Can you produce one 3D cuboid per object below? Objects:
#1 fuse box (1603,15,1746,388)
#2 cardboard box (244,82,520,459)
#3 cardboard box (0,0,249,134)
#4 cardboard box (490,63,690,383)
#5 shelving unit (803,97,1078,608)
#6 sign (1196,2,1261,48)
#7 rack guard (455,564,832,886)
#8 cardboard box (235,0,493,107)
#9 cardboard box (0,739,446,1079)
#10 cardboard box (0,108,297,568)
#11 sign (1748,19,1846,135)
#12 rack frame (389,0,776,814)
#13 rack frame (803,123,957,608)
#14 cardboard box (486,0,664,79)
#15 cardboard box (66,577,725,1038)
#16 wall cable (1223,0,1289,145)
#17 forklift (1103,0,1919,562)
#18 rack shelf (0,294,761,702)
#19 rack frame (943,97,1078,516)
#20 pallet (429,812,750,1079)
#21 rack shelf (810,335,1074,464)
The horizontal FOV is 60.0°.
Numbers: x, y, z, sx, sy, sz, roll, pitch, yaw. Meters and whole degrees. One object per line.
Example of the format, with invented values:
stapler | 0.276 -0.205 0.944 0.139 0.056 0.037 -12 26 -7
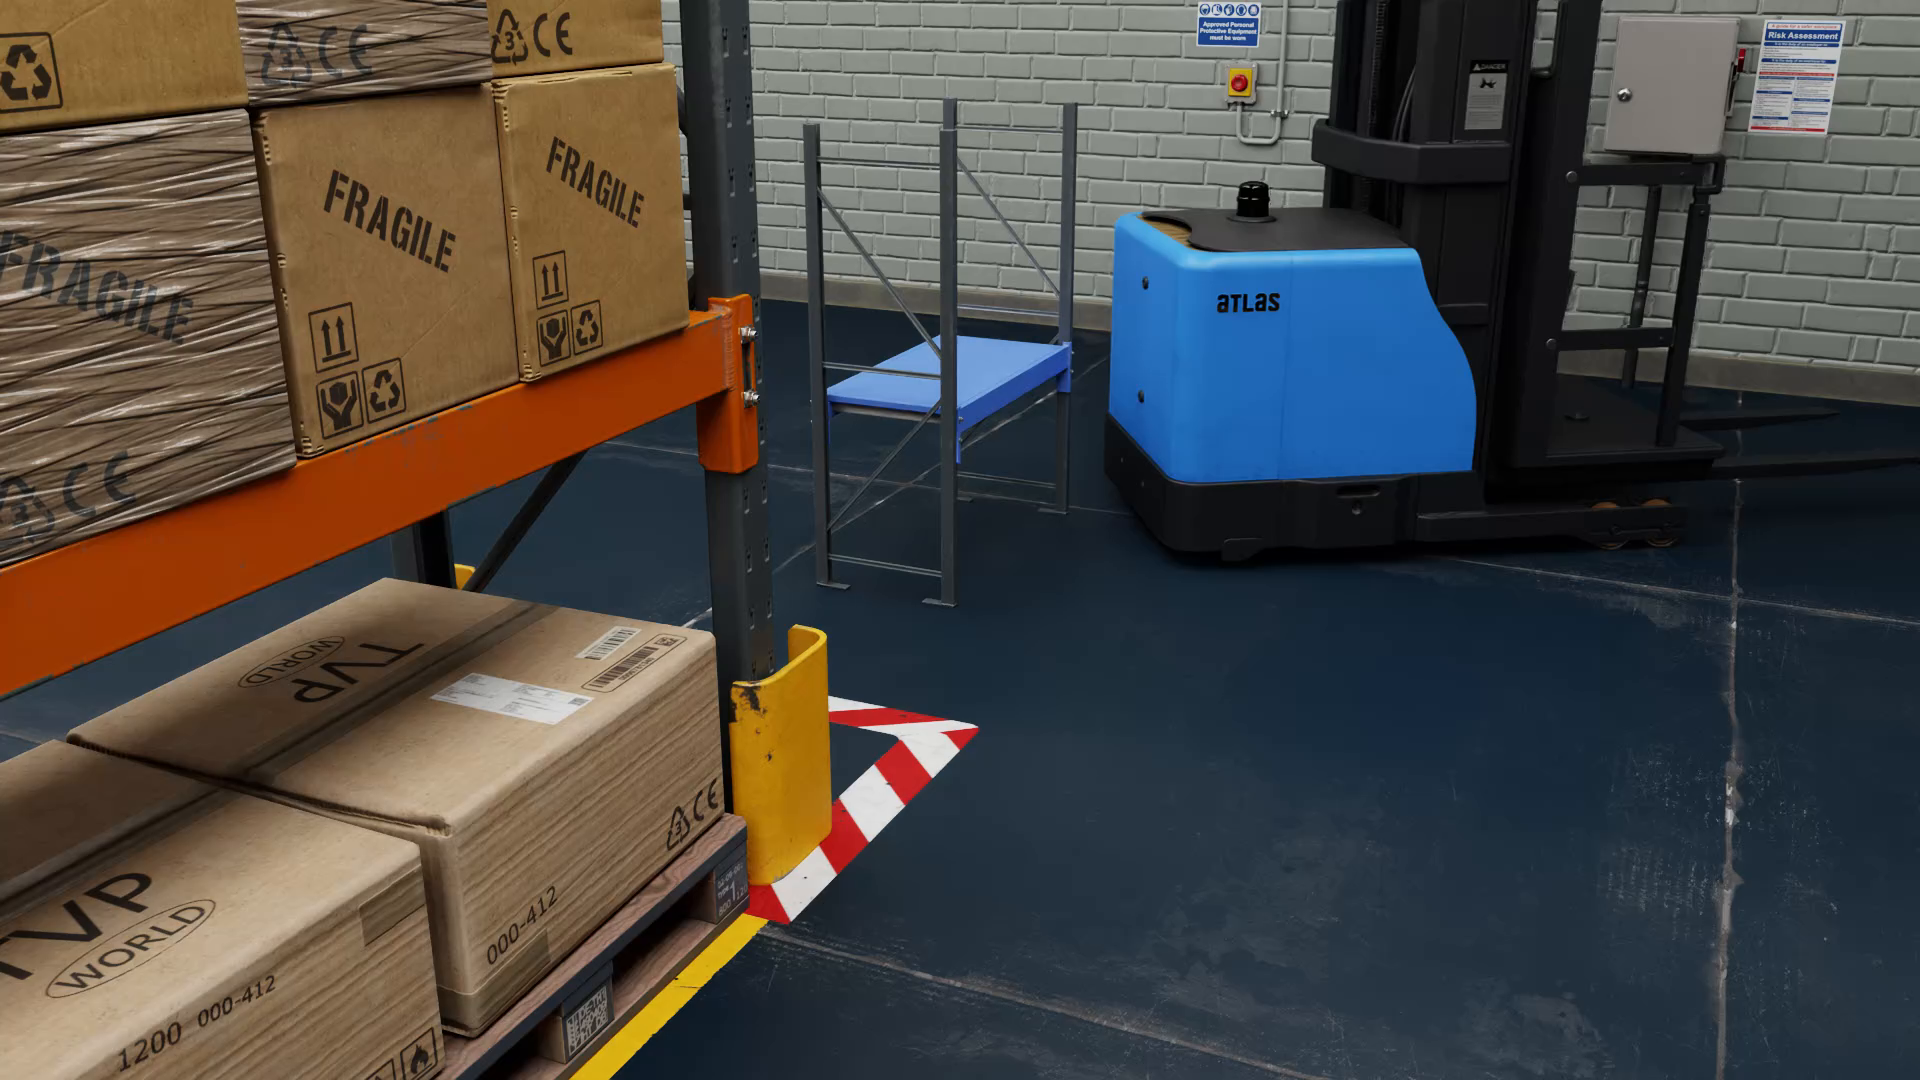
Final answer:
fuse box | 3.244 -1.535 7.730 0.539 1.711 0.414 9 21 23
cardboard box | -1.076 -0.460 2.635 0.500 0.500 0.500 8 21 22
cardboard box | -1.274 -0.771 2.019 0.500 0.500 0.500 8 21 22
cardboard box | -0.857 -0.611 3.061 0.500 0.500 0.500 9 21 23
shelving unit | -0.035 -0.681 5.644 0.538 1.500 1.048 9 21 23
sign | 1.368 -2.627 8.476 0.327 0.218 0.001 9 21 23
rack guard | -0.891 0.423 4.034 1.175 0.500 0.348 9 21 23
cardboard box | -1.068 -0.922 2.443 0.500 0.500 0.500 9 21 23
cardboard box | -1.447 0.758 2.558 0.875 0.438 0.875 9 22 24
cardboard box | -1.278 -0.301 2.189 0.500 0.500 0.500 9 22 24
sign | 3.779 -2.092 7.518 0.329 0.494 0.001 9 21 23
rack frame | -0.901 -0.748 3.594 1.000 3.000 0.127 9 21 23
rack frame | -0.243 -0.525 5.207 0.500 1.500 0.032 9 21 23
cardboard box | -0.881 -1.086 2.904 0.500 0.500 0.500 9 22 24
cardboard box | -1.080 0.477 3.348 0.875 0.438 0.875 8 21 21
wall cable | 1.387 -2.968 8.275 0.585 1.953 0.123 9 21 23
forklift | 2.125 -1.518 5.863 3.031 2.935 1.130 -3 20 -8
rack shelf | -1.720 0.203 1.996 1.077 0.370 4.000 9 21 23
rack frame | 0.173 -0.836 6.081 0.500 1.500 0.032 9 21 23
pallet | -1.157 0.821 3.344 1.003 0.211 1.213 9 21 23
rack shelf | -0.035 -0.511 5.704 0.538 0.185 1.000 9 21 23
